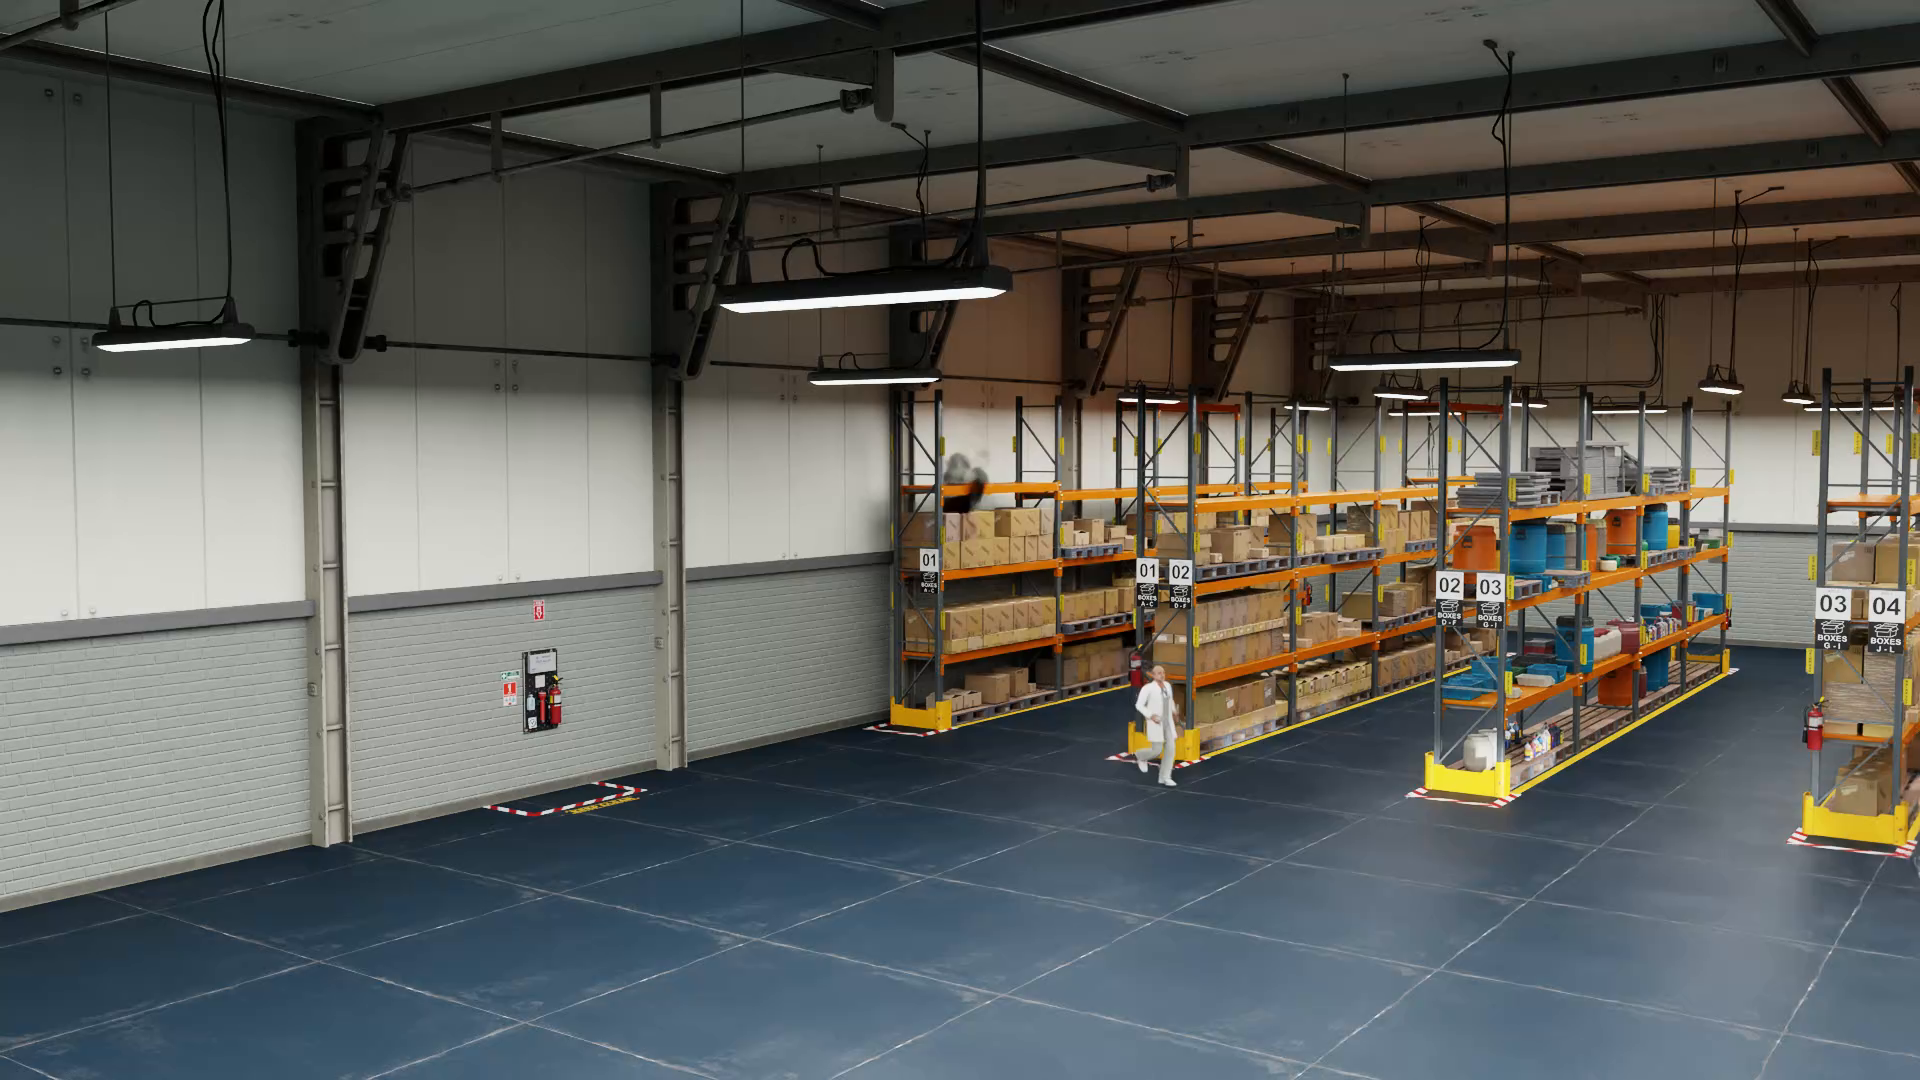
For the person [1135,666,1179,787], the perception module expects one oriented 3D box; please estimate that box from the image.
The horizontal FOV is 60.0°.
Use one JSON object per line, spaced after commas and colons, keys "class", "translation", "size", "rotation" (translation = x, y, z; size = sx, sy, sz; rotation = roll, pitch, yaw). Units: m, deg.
{"class": "person", "translation": [2.940, 2.739, 24.697], "size": [0.723, 1.752, 0.860], "rotation": [-2, 4, -29]}
